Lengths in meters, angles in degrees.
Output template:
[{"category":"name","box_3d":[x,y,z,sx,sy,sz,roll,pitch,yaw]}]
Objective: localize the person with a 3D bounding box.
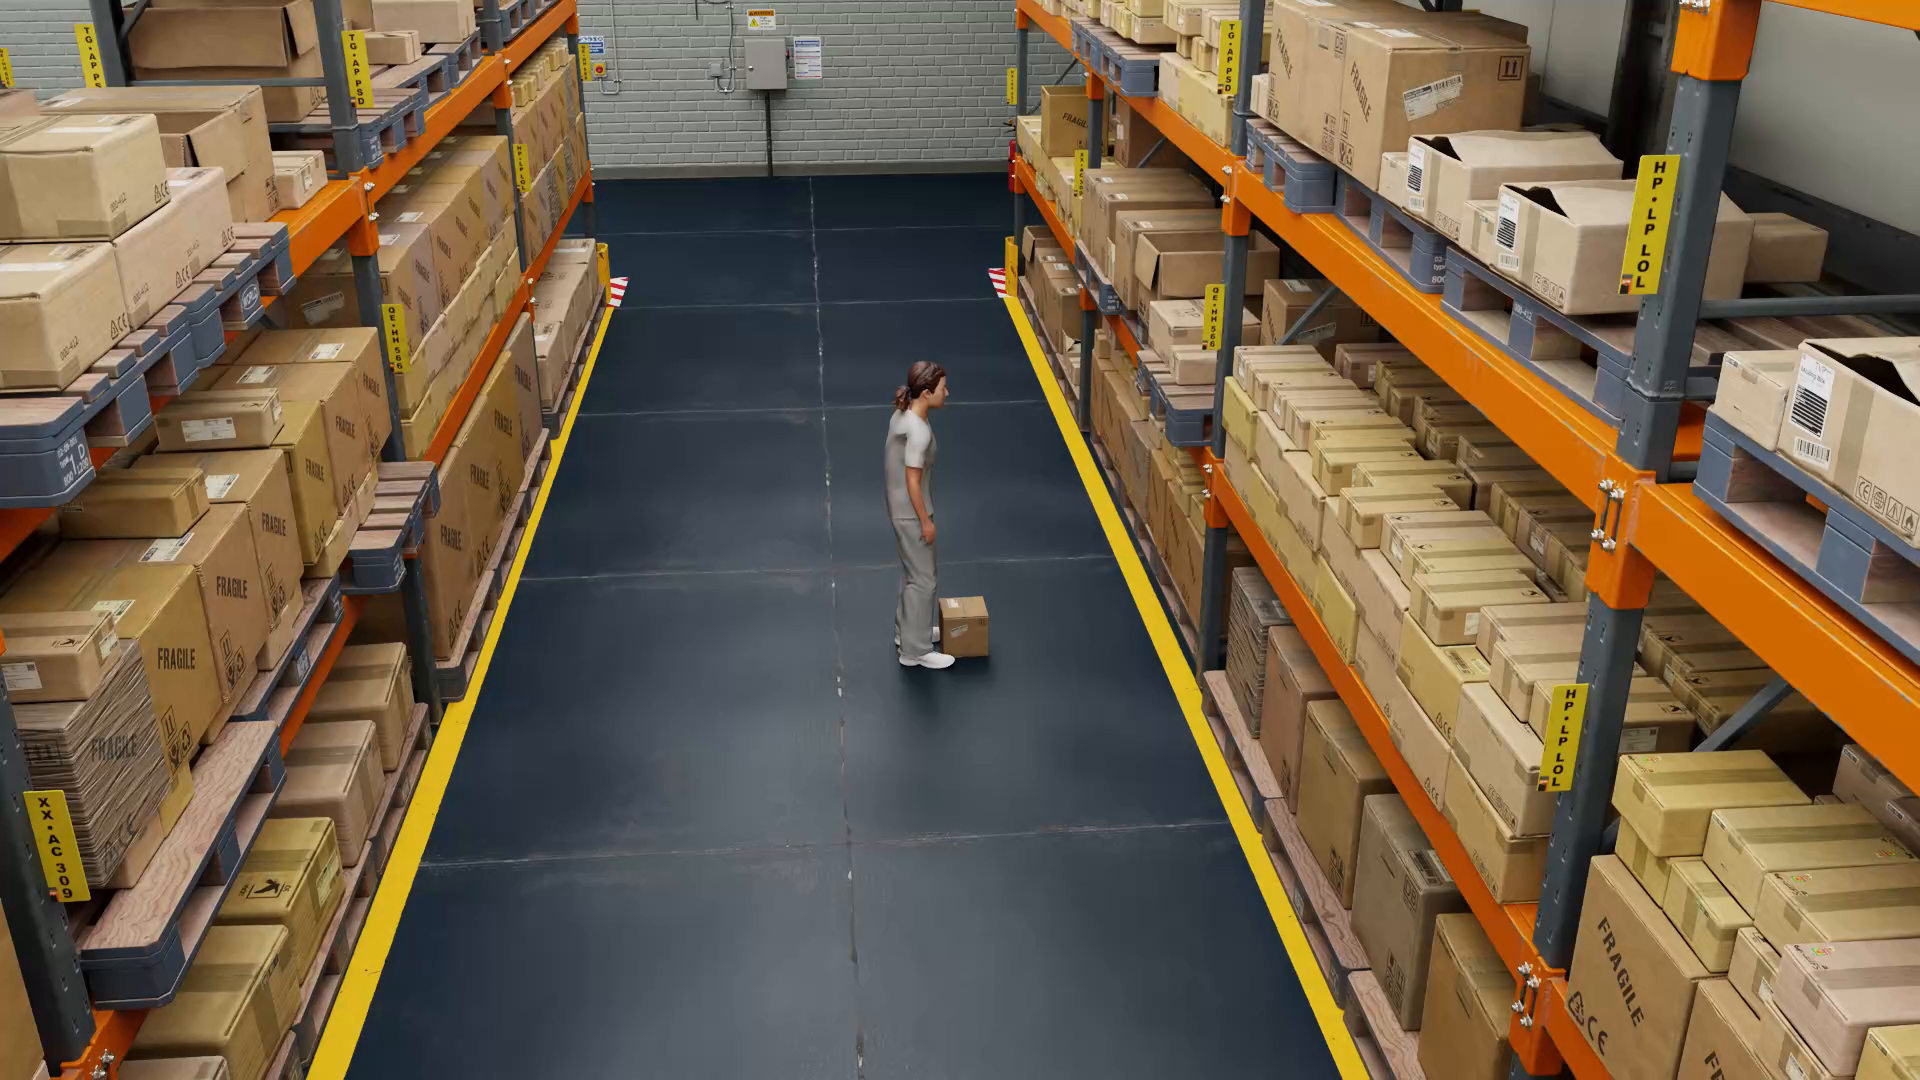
[{"category":"person","box_3d":[-0.225,-0.141,8.950,0.355,1.650,0.489,-2,24,-5]}]
